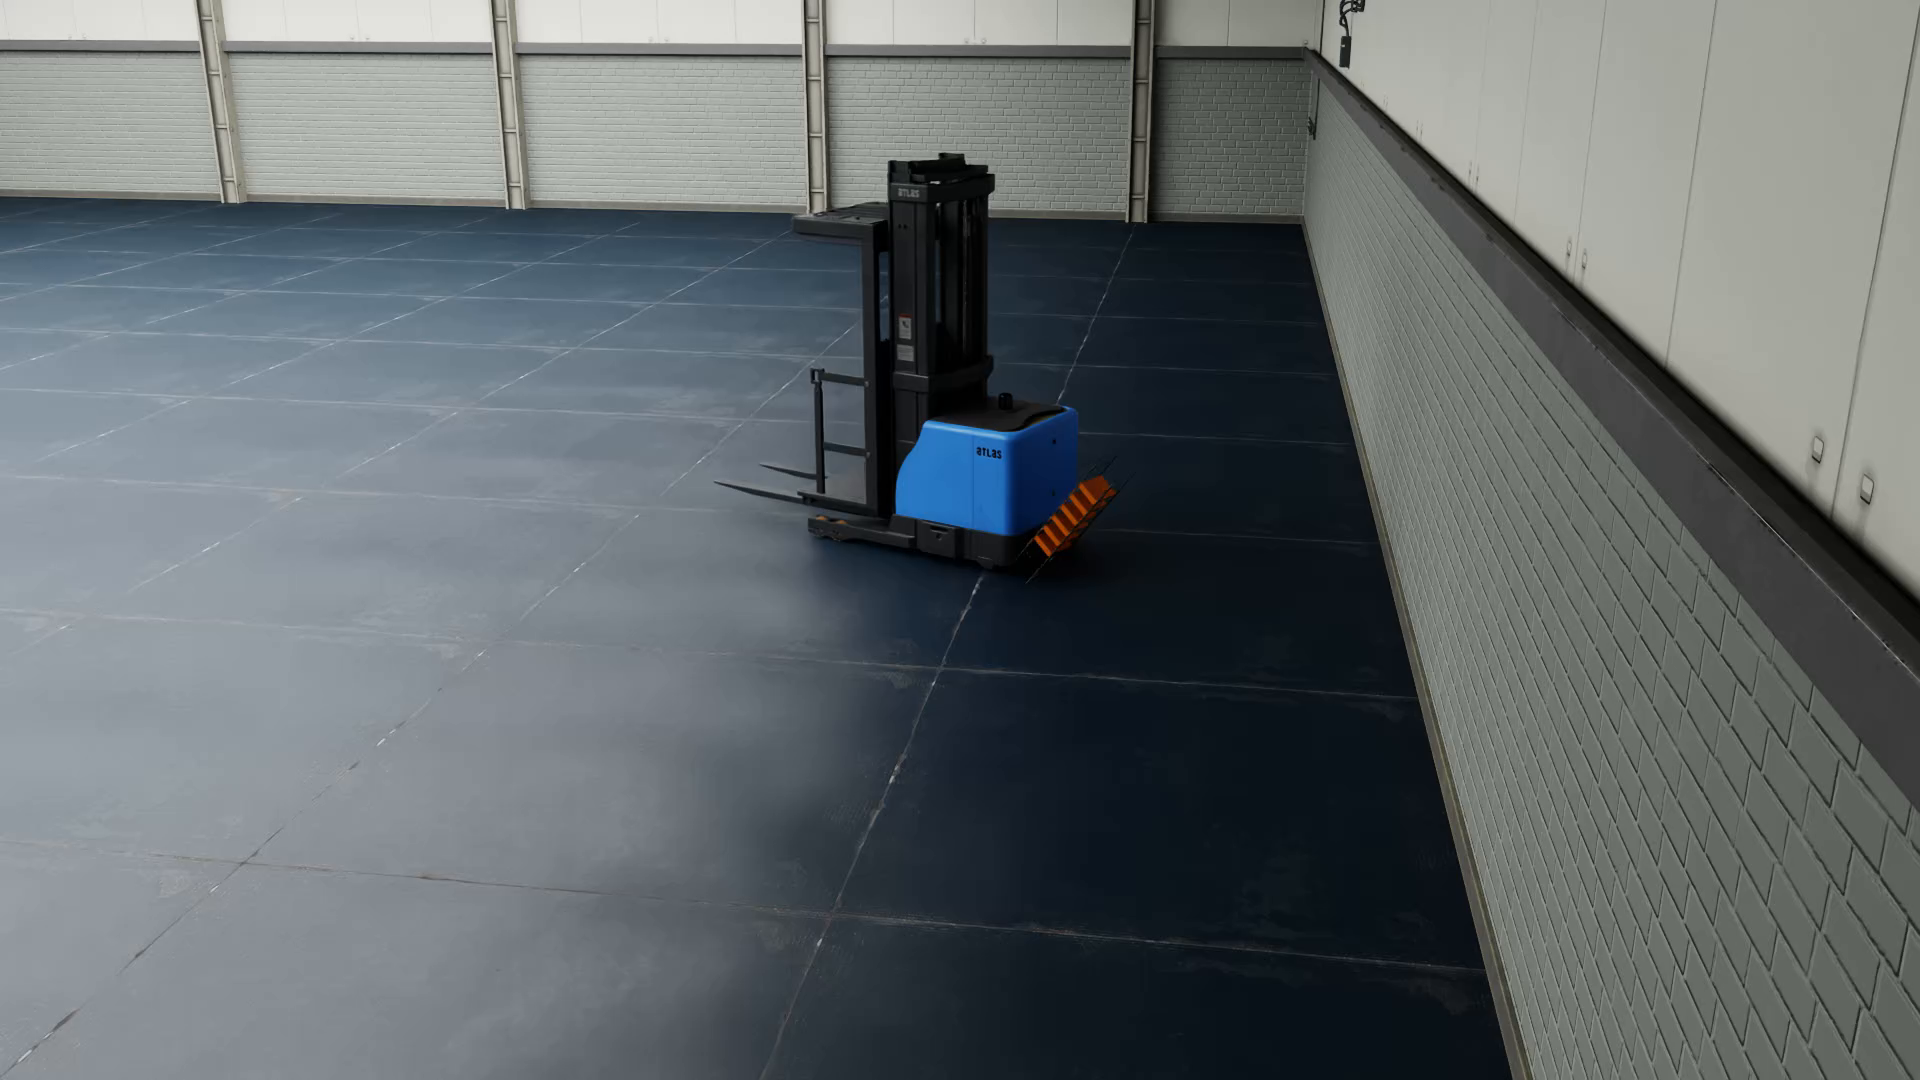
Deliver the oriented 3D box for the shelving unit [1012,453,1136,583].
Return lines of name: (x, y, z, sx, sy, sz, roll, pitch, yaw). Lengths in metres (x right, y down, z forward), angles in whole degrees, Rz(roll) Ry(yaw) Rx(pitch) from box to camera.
shelving unit: (0.798, -0.145, 11.845, 0.258, 1.200, 0.189, -21, 67, -46)

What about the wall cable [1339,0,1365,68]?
wall cable: (4.432, -8.205, 18.050, 0.169, 6.003, 2.305, 3, 19, 9)

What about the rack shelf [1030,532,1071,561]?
rack shelf: (0.660, 0.027, 12.025, 0.258, 0.103, 0.180, -21, 67, -46)

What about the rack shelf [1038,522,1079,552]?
rack shelf: (0.718, -0.046, 11.949, 0.258, 0.103, 0.180, -21, 67, -46)

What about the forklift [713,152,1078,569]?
forklift: (-0.603, -1.505, 12.950, 3.031, 2.935, 1.130, 11, 22, 30)

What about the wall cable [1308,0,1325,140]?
wall cable: (5.953, -8.093, 27.969, 0.112, 2.526, 3.097, 3, 19, 9)

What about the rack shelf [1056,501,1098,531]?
rack shelf: (0.834, -0.191, 11.797, 0.258, 0.103, 0.180, -21, 67, -46)

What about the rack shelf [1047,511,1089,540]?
rack shelf: (0.776, -0.118, 11.873, 0.258, 0.103, 0.180, -21, 67, -46)

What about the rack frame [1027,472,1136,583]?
rack frame: (0.852, -0.076, 11.820, 0.240, 1.200, 0.006, -21, 67, -46)

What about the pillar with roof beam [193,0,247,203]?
pillar with roof beam: (-15.201, -9.685, 27.834, 0.400, 9.000, 9.100, 3, 19, 9)

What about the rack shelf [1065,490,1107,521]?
rack shelf: (0.892, -0.263, 11.721, 0.258, 0.103, 0.180, -21, 67, -46)

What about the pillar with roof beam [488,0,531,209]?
pillar with roof beam: (-9.277, -9.383, 26.932, 0.400, 9.000, 9.100, 3, 19, 9)

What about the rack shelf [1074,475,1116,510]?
rack shelf: (0.950, -0.336, 11.645, 0.258, 0.103, 0.180, -21, 67, -46)

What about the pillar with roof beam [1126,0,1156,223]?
pillar with roof beam: (2.571, -8.779, 25.127, 0.400, 9.000, 9.100, 3, 19, 9)

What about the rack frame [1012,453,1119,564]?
rack frame: (0.744, -0.215, 11.870, 0.240, 1.200, 0.006, -21, 67, -46)

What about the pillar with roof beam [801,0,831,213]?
pillar with roof beam: (-3.353, -9.081, 26.029, 0.400, 9.000, 9.100, 3, 19, 9)
